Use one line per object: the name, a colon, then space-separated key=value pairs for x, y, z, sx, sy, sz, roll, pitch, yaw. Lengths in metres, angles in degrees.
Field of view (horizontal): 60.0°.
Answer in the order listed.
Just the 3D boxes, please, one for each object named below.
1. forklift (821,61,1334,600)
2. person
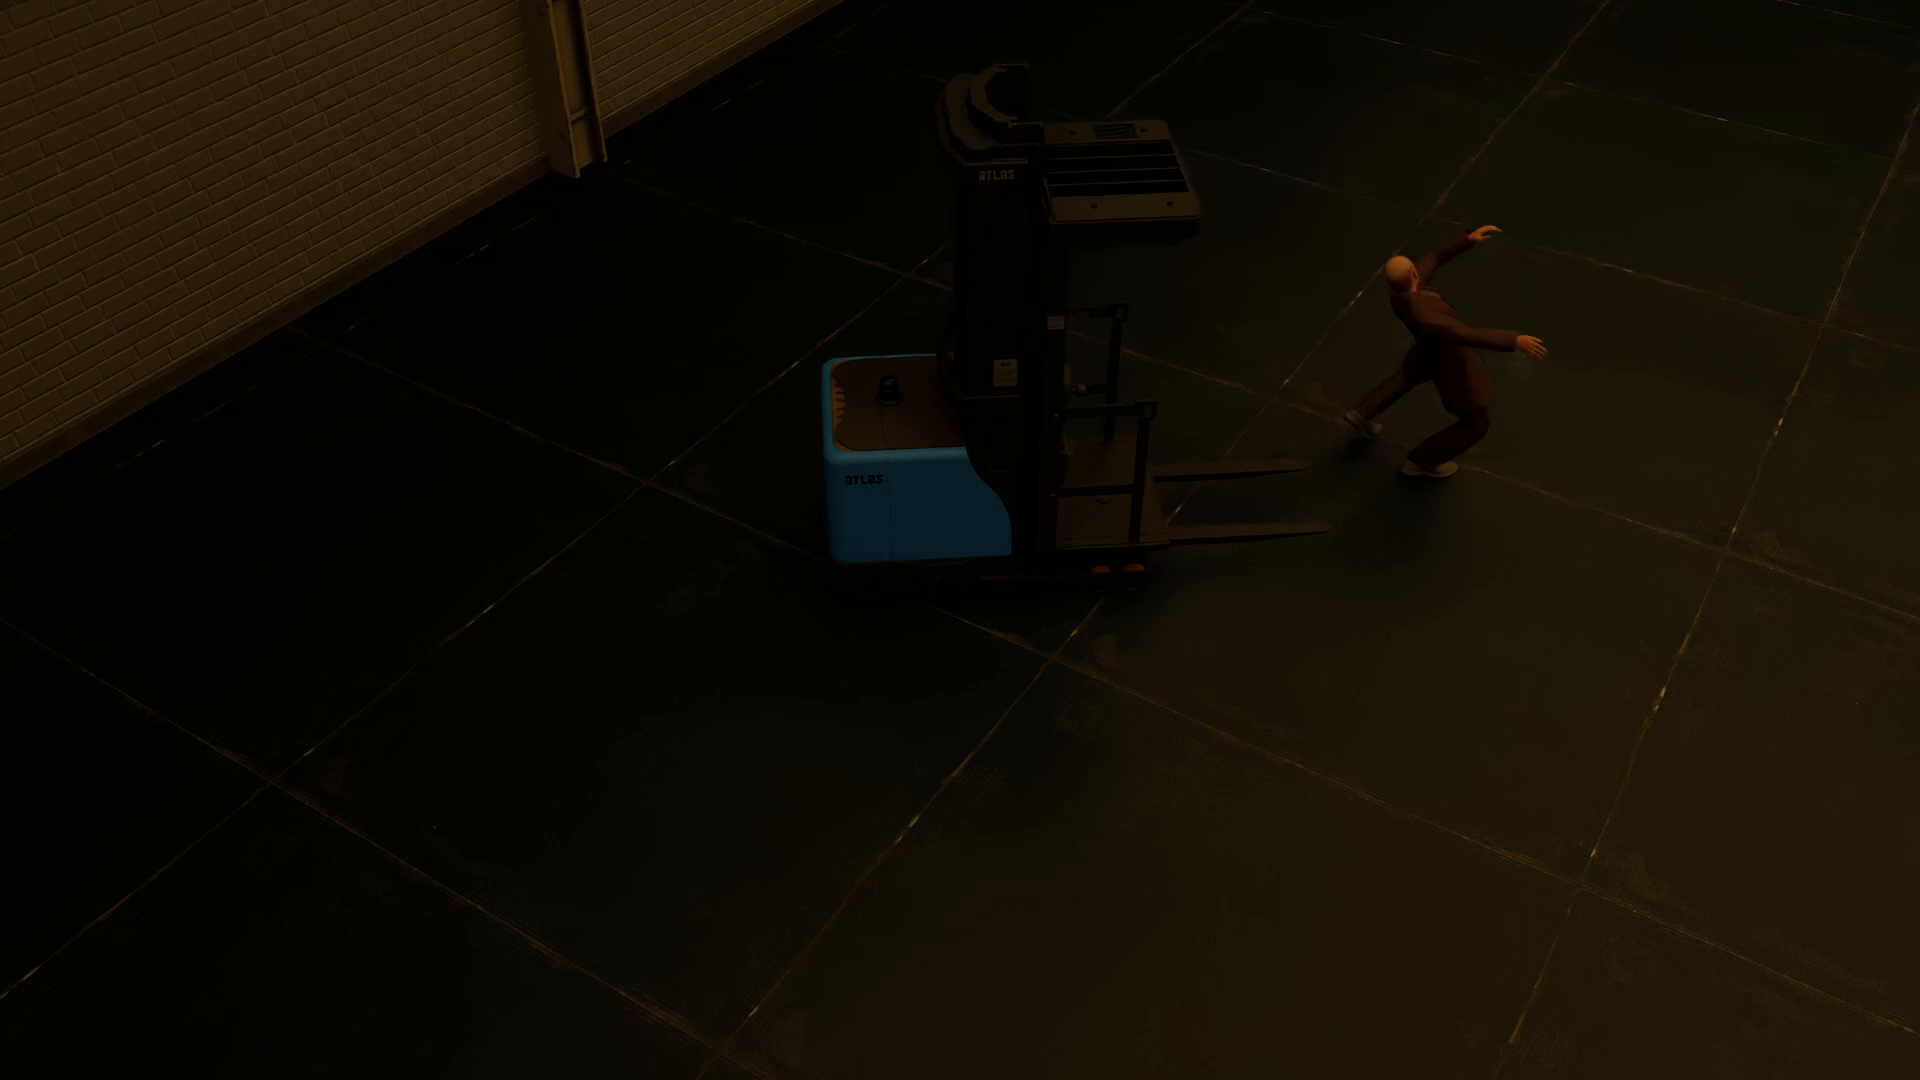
forklift: x=0.708 y=-1.147 z=9.321 sx=3.031 sy=2.935 sz=1.130 roll=-3 pitch=40 yaw=-4
person: x=3.012 y=-1.038 z=10.206 sx=0.738 sy=1.588 sz=1.116 roll=-17 pitch=43 yaw=-19
